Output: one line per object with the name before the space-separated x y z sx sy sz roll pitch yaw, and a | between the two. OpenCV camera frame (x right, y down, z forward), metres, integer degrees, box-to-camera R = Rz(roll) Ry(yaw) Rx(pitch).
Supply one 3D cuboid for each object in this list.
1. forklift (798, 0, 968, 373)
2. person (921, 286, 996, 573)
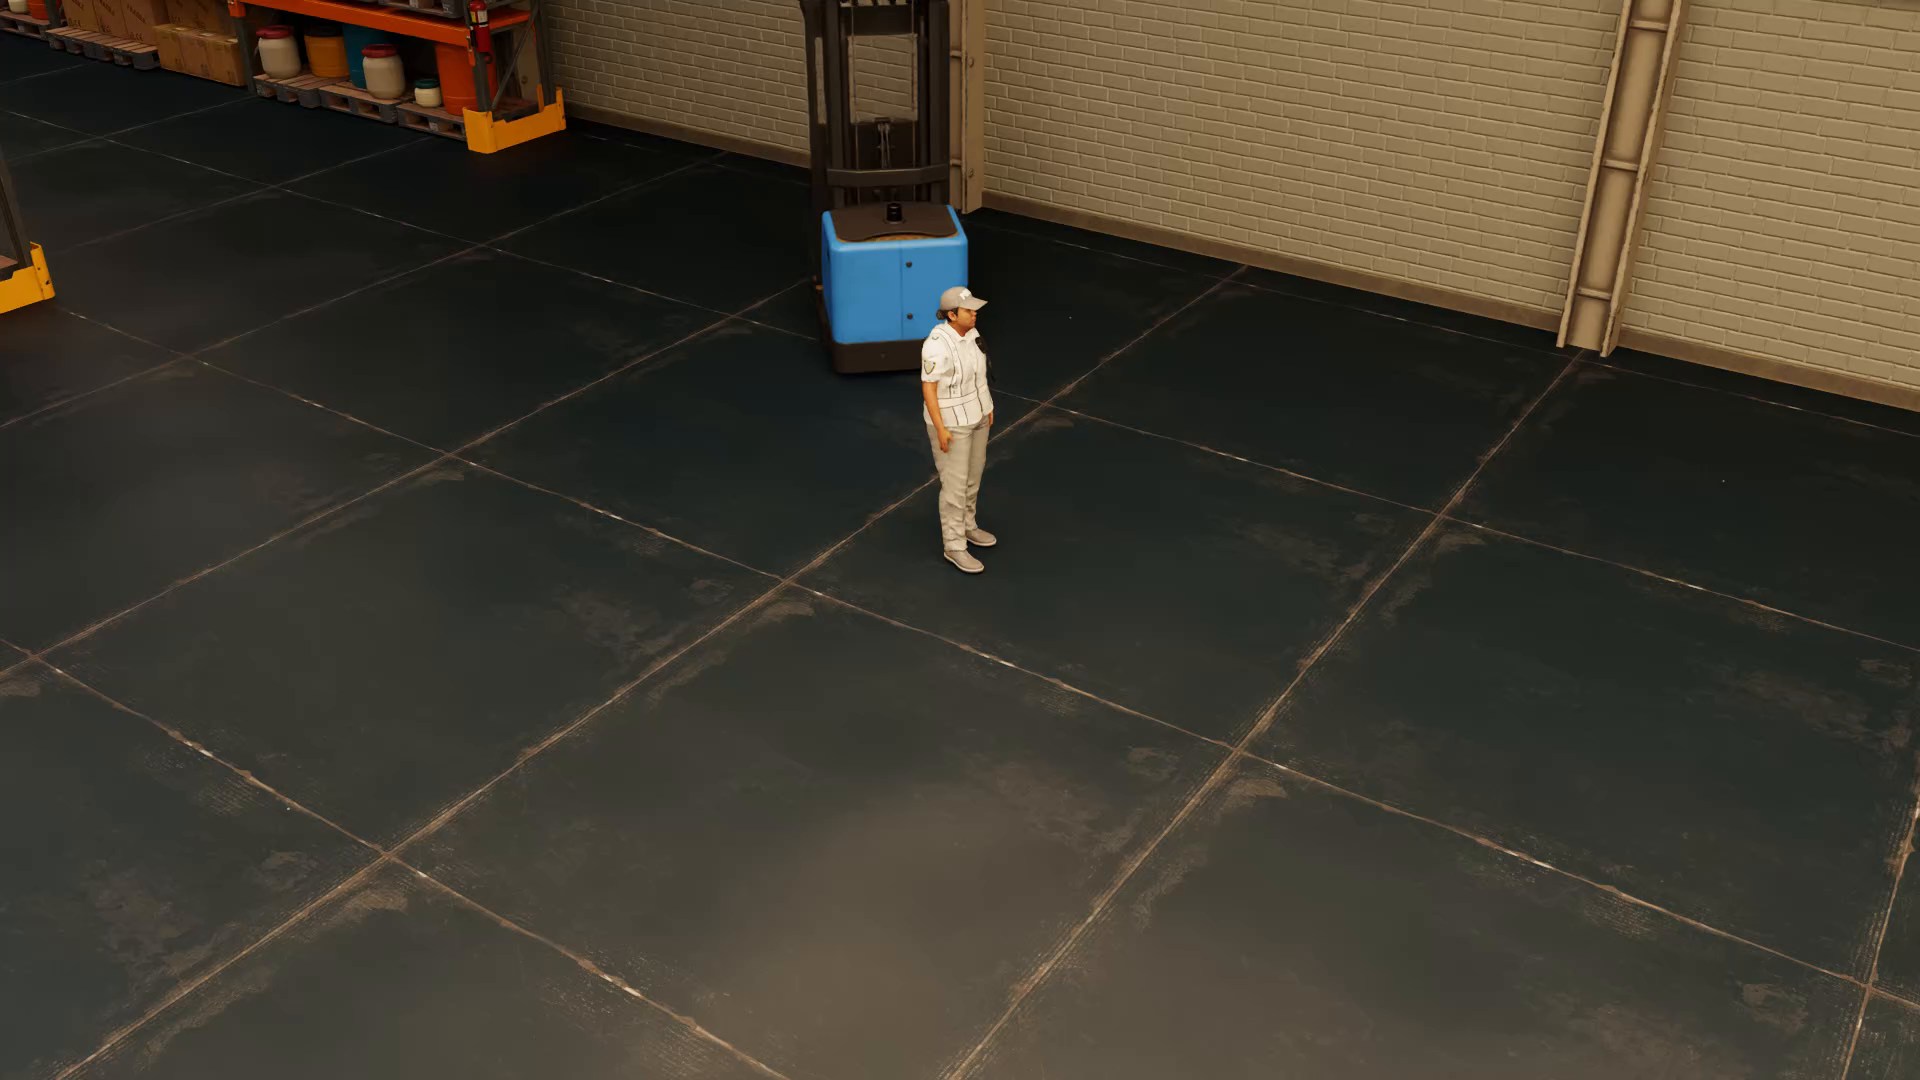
forklift | -0.660 -3.242 13.165 1.130 2.935 3.031 -4 30 -8
person | 0.051 -0.697 10.024 0.529 1.670 0.598 19 35 29
